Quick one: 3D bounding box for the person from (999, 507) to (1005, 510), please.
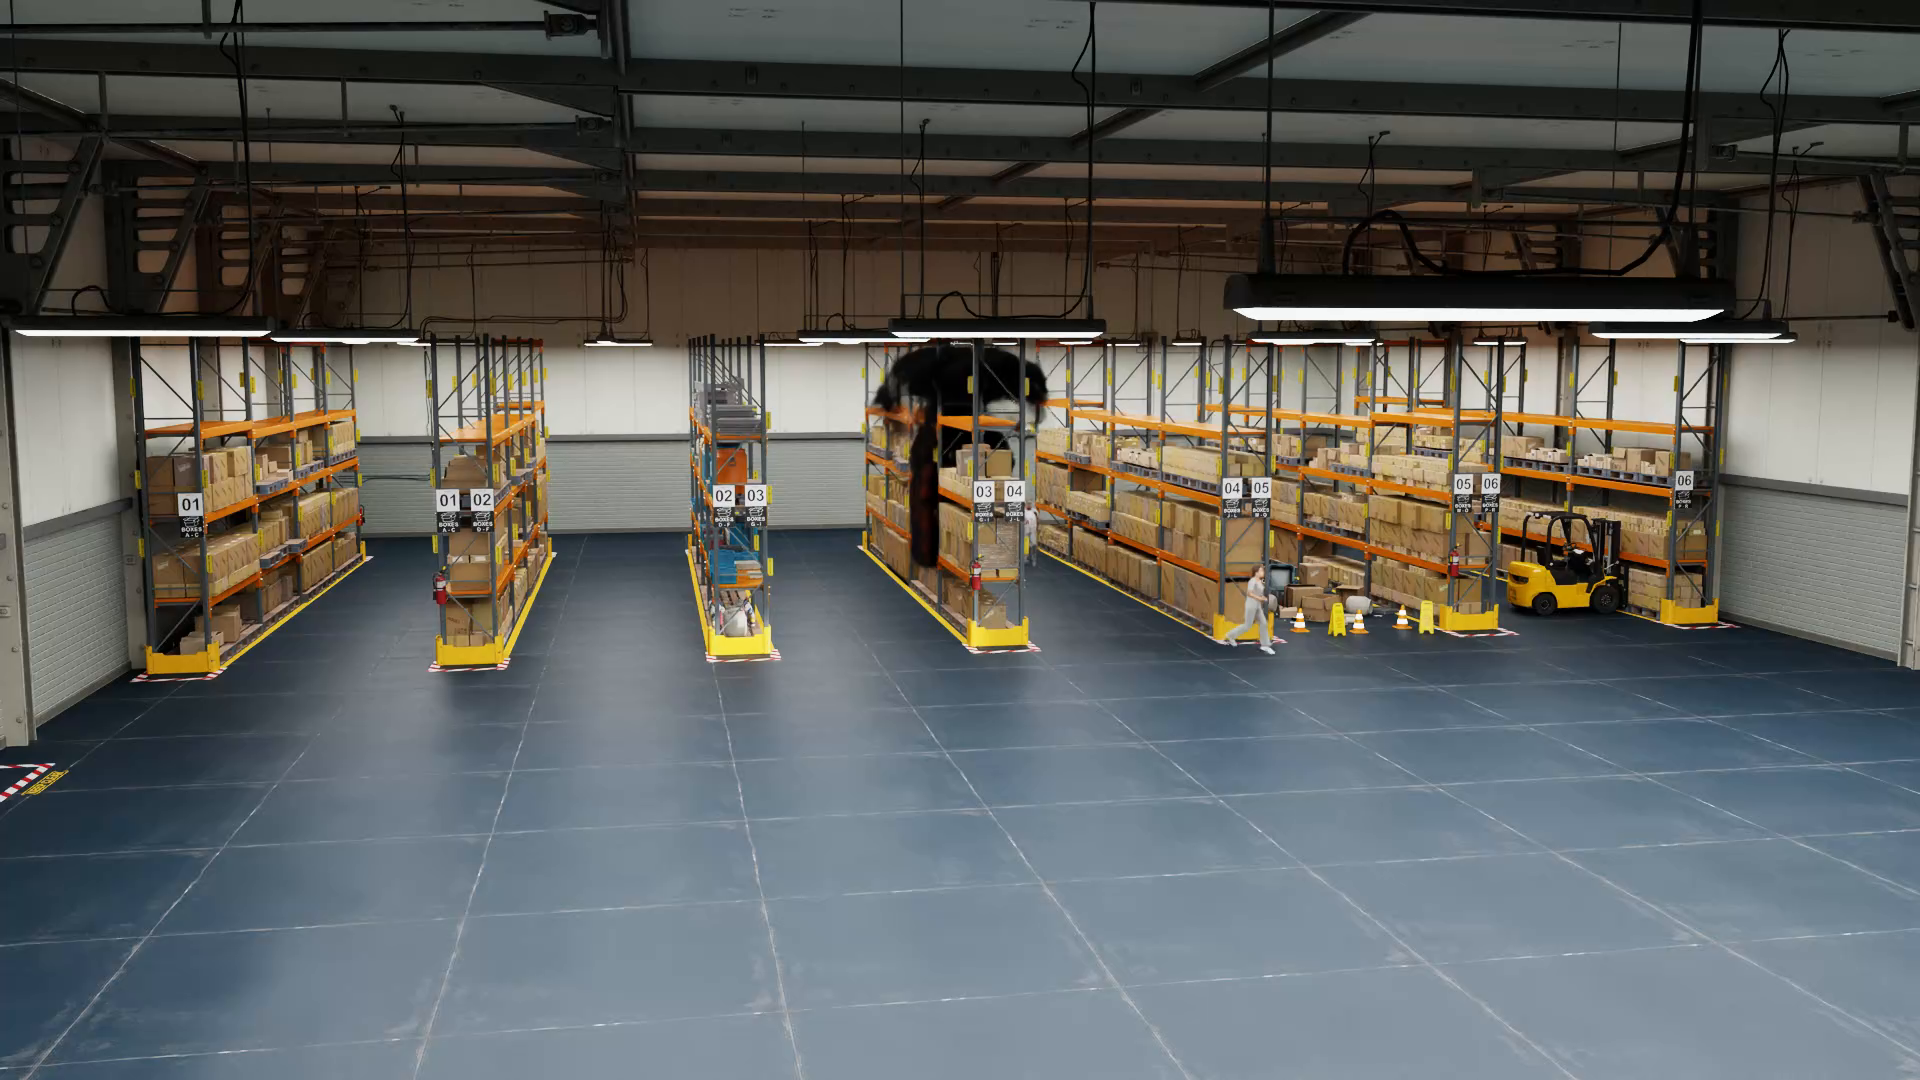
[{"bbox_3d":[1.094,-0.562,47.403,0.660,1.794,0.706,0,7,-1],"label":"person"}]

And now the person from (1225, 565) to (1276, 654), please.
[{"bbox_3d":[5.522,1.294,31.476,1.013,1.670,0.587,3,7,27],"label":"person"}]

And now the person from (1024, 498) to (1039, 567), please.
[{"bbox_3d":[1.828,-0.192,44.107,0.640,1.852,0.795,-1,7,-8],"label":"person"}]
